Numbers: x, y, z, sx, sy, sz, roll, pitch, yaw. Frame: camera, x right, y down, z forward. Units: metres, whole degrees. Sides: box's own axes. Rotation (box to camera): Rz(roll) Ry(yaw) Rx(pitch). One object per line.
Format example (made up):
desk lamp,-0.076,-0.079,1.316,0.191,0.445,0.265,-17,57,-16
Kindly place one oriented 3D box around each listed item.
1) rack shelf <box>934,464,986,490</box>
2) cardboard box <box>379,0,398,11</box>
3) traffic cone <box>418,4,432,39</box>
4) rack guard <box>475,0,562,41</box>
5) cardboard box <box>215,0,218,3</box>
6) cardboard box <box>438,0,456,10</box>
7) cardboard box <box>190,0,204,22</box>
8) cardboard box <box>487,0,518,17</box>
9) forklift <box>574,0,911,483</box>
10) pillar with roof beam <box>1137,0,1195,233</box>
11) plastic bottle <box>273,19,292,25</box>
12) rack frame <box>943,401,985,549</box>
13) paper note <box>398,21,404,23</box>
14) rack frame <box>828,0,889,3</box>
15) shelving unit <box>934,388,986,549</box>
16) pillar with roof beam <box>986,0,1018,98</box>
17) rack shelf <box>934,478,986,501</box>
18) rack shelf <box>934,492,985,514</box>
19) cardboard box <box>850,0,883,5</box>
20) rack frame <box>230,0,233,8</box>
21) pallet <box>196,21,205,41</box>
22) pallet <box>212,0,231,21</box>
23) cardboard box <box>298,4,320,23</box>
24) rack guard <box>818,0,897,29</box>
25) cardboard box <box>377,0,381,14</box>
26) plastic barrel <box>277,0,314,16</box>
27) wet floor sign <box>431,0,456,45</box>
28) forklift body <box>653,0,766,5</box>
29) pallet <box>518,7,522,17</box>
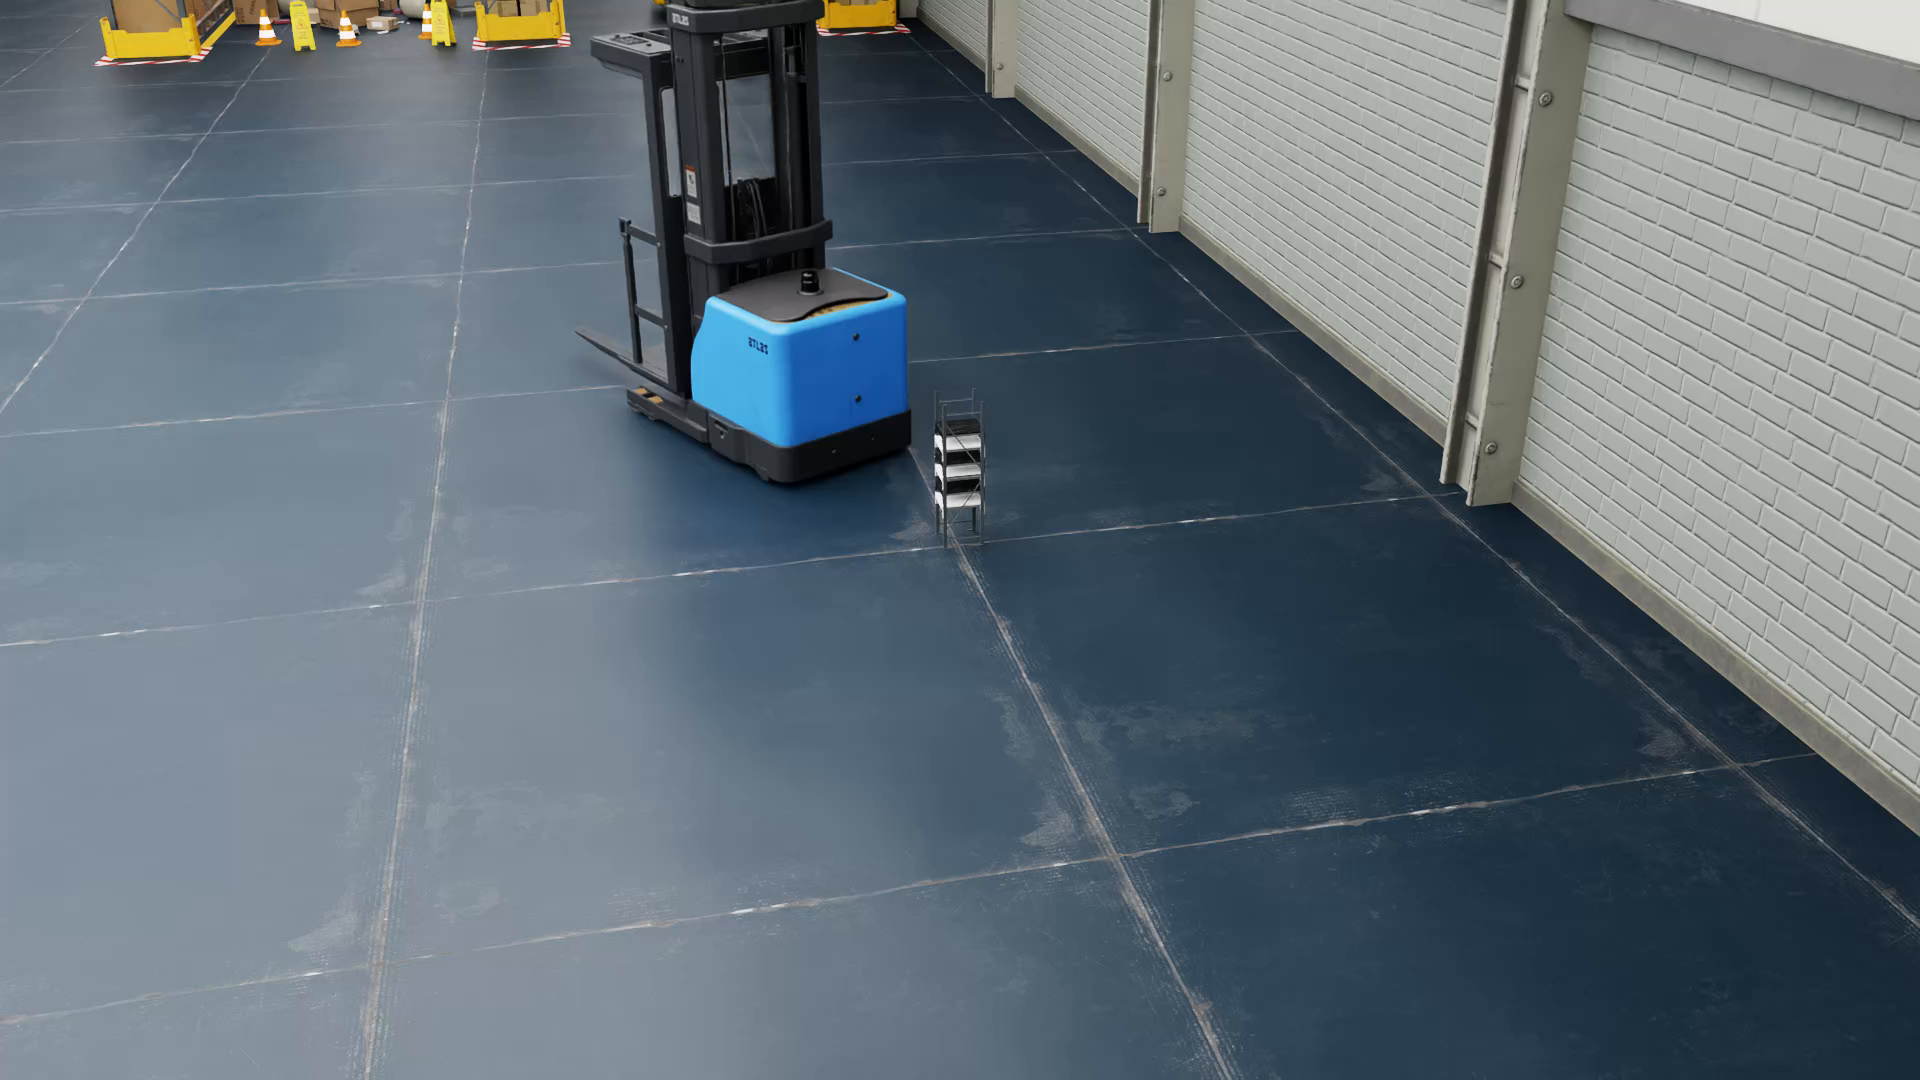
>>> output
rack shelf,-0.002,-0.376,9.569,0.258,0.077,0.200,-6,27,-12
cardboard box,-9.202,-8.605,26.504,0.396,0.266,0.258,19,32,32
traffic cone,-7.747,-7.570,24.235,0.336,0.463,0.334,-6,27,-12
rack guard,-6.411,-7.562,24.178,1.175,0.500,0.348,-6,27,-12
cardboard box,-12.021,-8.810,25.767,0.875,0.875,0.875,-6,27,-11
cardboard box,-8.379,-8.678,26.385,0.500,0.500,0.500,13,30,24
cardboard box,-11.611,-8.014,24.191,0.875,0.875,0.875,-6,27,-12
cardboard box,-6.843,-7.943,24.744,0.500,0.250,0.500,-6,27,-12
forklift,-1.647,-2.252,10.959,1.130,2.935,3.031,-21,33,-35
pillar with roof beam,-2.327,-6.521,12.683,9.100,9.000,0.400,-6,27,-12
plastic bottle,-10.303,-7.896,25.327,0.283,0.061,0.133,-16,31,-29
rack frame,0.021,-0.361,9.466,0.240,0.900,0.006,-6,27,-12
paper note,-8.591,-7.915,25.411,0.148,0.019,0.142,3,27,6
rack frame,-1.558,-9.151,24.551,1.000,3.000,0.127,-6,27,-12
shelving unit,-0.002,-0.405,9.554,0.258,0.900,0.210,-6,27,-12
pillar with roof beam,-3.679,-9.155,17.901,9.100,9.000,0.400,-6,27,-12
rack shelf,-0.002,-0.295,9.610,0.258,0.077,0.200,-6,27,-12
rack shelf,-0.002,-0.215,9.650,0.258,0.077,0.200,-6,27,-12
cardboard box,-1.479,-8.346,25.542,0.500,0.250,0.500,-6,27,-11
rack frame,-12.095,-9.854,25.944,1.000,3.000,0.127,-6,27,-12
pallet,-11.450,-7.196,23.773,1.003,0.211,1.213,-6,27,-12
pallet,-12.000,-8.267,25.895,1.003,0.211,1.213,-6,27,-12
cardboard box,-9.913,-8.066,25.436,0.396,0.266,0.258,-1,27,-3
rack guard,-1.553,-8.024,25.093,1.175,0.500,0.348,-6,27,-12
cardboard box,-9.475,-8.515,25.911,0.797,0.637,0.503,-6,27,-12
plastic barrel,-10.345,-8.362,25.847,0.512,0.421,0.421,13,30,24
wet floor sign,-7.393,-7.402,23.699,0.267,0.644,0.232,3,27,6
forklift body,-3.763,-9.419,26.024,2.313,2.155,1.214,-6,27,-12
pallet,-6.559,-7.794,24.957,1.003,0.211,1.213,-6,27,-12
